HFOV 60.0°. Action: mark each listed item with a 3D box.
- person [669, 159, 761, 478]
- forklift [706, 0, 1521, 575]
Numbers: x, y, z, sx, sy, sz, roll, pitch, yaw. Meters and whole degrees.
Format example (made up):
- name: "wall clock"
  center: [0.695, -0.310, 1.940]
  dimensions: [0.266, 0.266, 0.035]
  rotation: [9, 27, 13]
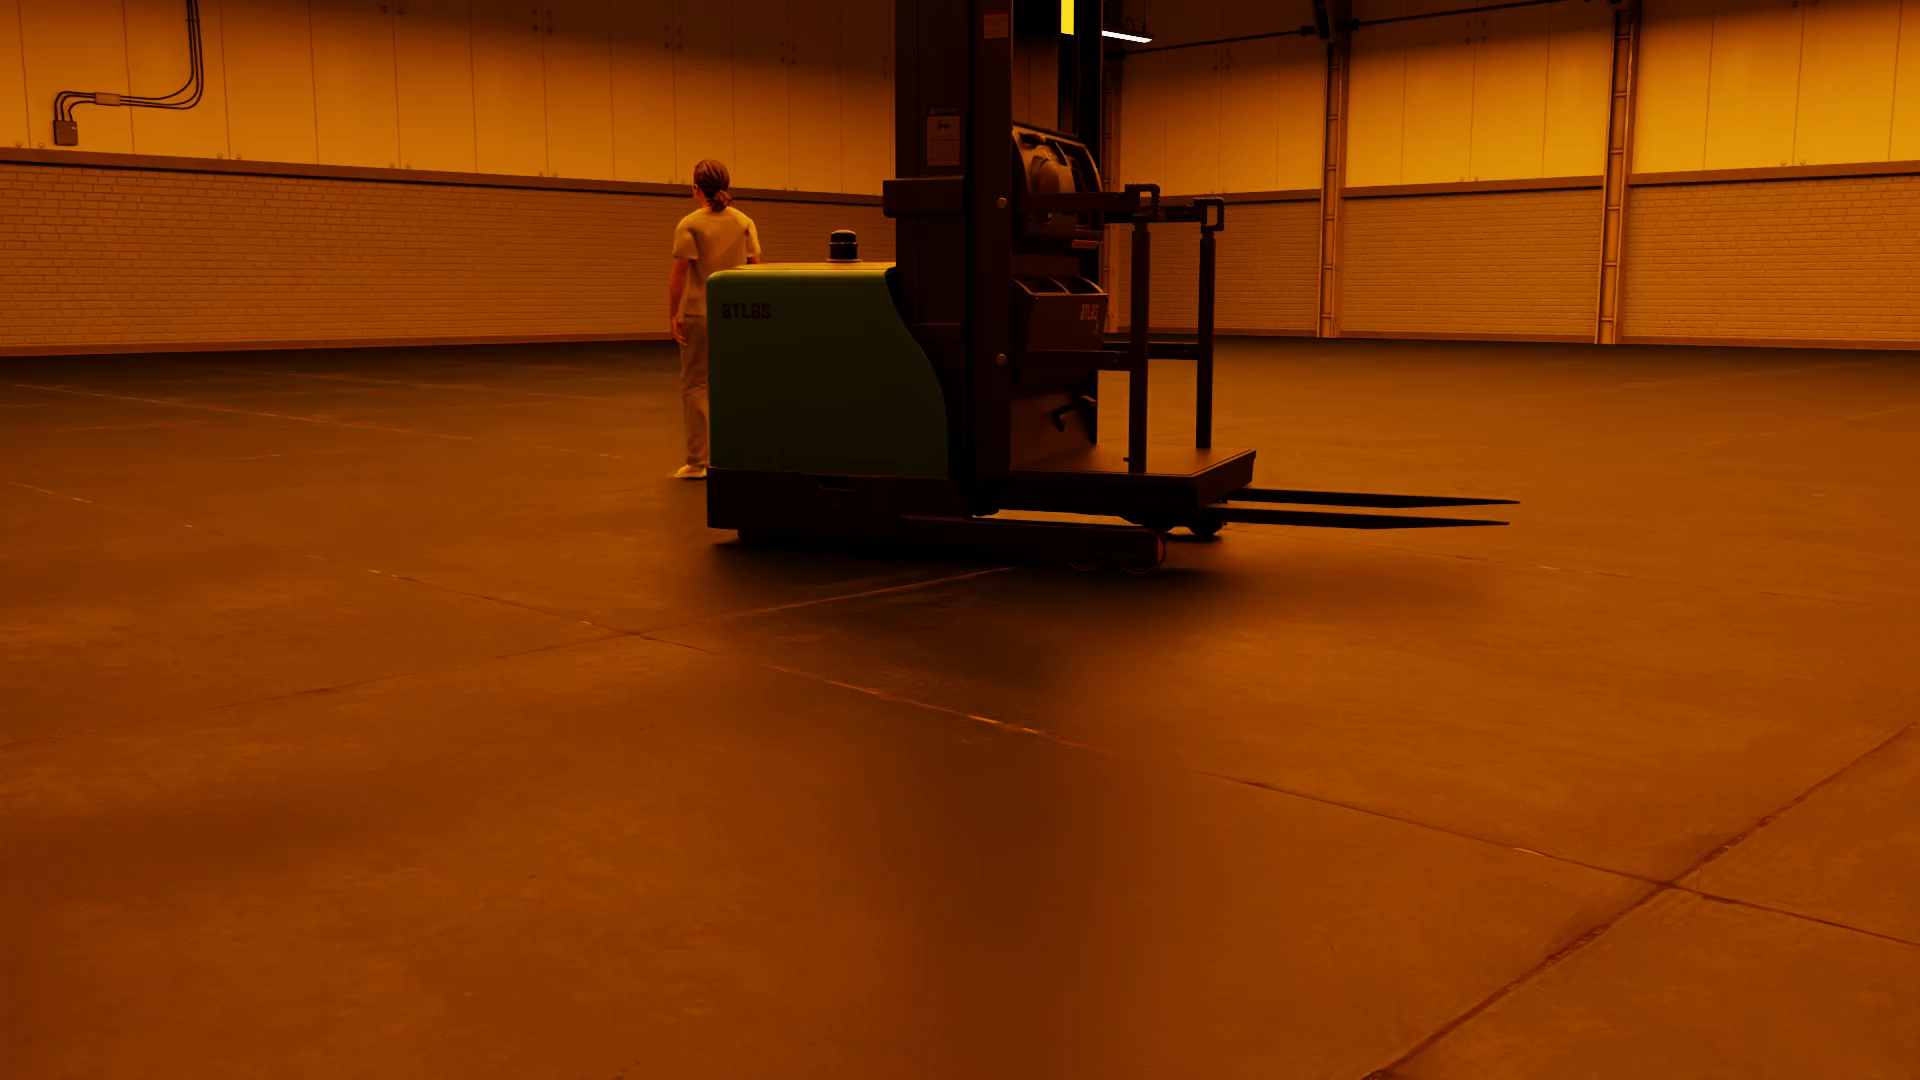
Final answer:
- name: "person"
  center: [-1.307, -1.154, 8.812]
  dimensions: [0.523, 1.688, 0.474]
  rotation: [-5, 10, -28]
- name: "forklift"
  center: [0.565, -1.416, 6.275]
  dimensions: [3.031, 2.935, 1.130]
  rotation: [3, 9, 22]
